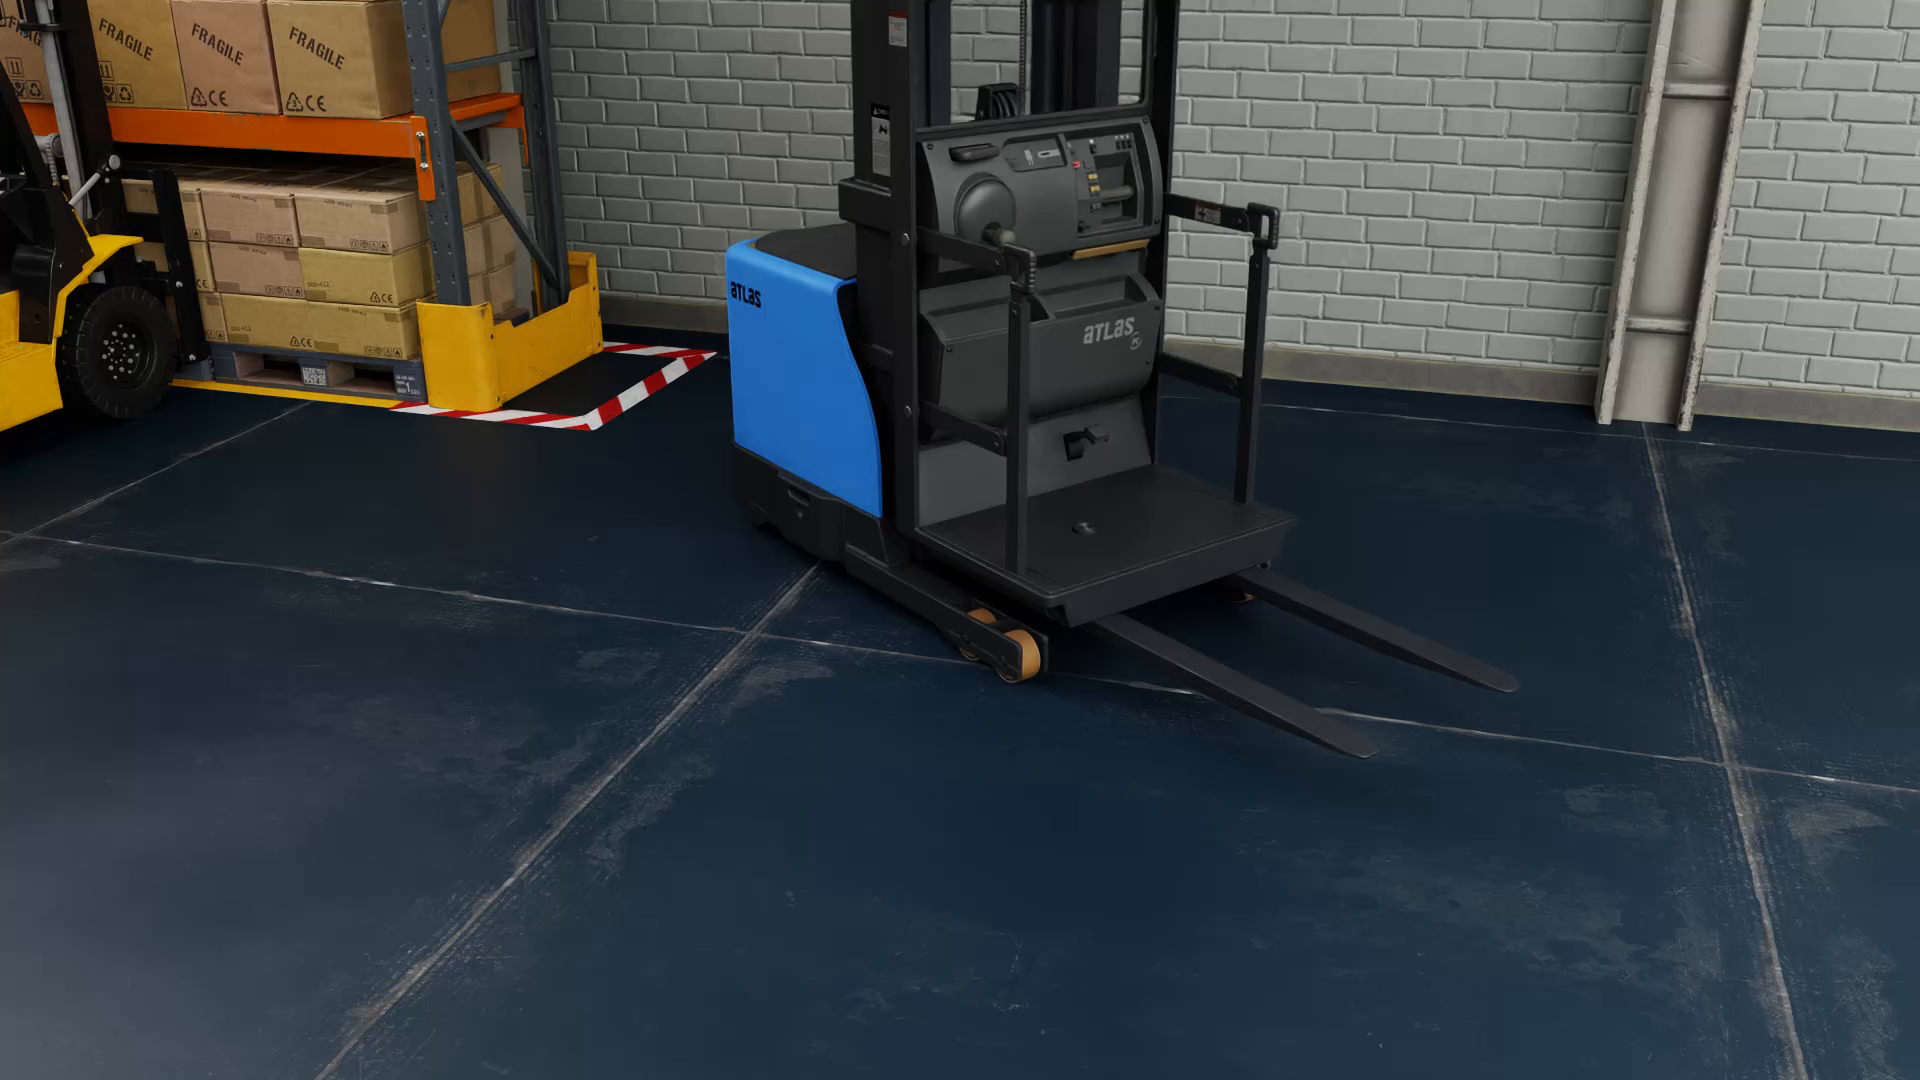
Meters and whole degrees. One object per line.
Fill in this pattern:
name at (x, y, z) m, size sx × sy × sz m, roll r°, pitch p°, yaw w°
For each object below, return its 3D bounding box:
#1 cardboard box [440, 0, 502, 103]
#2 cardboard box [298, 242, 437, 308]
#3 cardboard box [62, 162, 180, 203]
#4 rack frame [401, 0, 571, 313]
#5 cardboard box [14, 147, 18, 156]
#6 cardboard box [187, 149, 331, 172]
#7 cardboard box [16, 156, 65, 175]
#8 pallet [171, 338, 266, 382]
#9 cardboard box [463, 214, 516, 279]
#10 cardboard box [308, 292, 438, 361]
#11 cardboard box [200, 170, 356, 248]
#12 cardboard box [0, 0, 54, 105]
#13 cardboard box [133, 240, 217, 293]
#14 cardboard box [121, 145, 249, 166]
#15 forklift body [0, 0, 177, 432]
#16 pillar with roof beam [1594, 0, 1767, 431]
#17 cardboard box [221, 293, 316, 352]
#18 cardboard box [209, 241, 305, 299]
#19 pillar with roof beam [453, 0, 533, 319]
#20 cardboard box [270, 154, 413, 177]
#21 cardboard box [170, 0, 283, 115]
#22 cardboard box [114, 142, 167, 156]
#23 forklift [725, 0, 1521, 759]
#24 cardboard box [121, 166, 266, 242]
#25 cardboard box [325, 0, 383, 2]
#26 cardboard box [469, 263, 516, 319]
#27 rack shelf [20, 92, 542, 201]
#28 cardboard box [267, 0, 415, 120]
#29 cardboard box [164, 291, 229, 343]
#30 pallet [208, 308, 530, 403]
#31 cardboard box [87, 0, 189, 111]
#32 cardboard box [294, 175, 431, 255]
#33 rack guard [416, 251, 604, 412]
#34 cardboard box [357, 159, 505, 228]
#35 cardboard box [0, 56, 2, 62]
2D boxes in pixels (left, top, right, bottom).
cardboard box at (-2.599, -2.409, 8.058) m, size 0.500 × 0.500 × 0.500 m, roll 7°, pitch 23°, yaw 17°
cardboard box at (-2.761, -1.300, 7.899) m, size 0.500 × 0.250 × 0.500 m, roll 6°, pitch 23°, yaw 15°
cardboard box at (-4.195, -1.693, 8.197) m, size 0.500 × 0.250 × 0.500 m, roll 6°, pitch 23°, yaw 14°
rack frame at (-2.205, -2.207, 7.698) m, size 0.127 × 3.000 × 1.000 m, roll 7°, pitch 23°, yaw 16°
cardboard box at (-5.018, -1.997, 8.938) m, size 0.500 × 0.250 × 0.500 m, roll 6°, pitch 23°, yaw 15°
cardboard box at (-3.565, -1.826, 8.520) m, size 0.500 × 0.250 × 0.500 m, roll 6°, pitch 23°, yaw 15°
cardboard box at (-4.696, -1.753, 8.344) m, size 0.500 × 0.250 × 0.500 m, roll 7°, pitch 23°, yaw 17°
pallet at (-4.113, -1.120, 8.723) m, size 1.213 × 0.211 × 1.003 m, roll 7°, pitch 23°, yaw 15°
cardboard box at (-2.595, -1.488, 8.355) m, size 0.500 × 0.250 × 0.500 m, roll 7°, pitch 23°, yaw 16°
cardboard box at (-2.746, -1.066, 7.986) m, size 0.500 × 0.250 × 0.500 m, roll 7°, pitch 23°, yaw 16°
cardboard box at (-3.226, -1.583, 7.929) m, size 0.500 × 0.250 × 0.500 m, roll 7°, pitch 23°, yaw 16°
cardboard box at (-4.221, -2.379, 7.987) m, size 0.500 × 0.500 × 0.500 m, roll 7°, pitch 23°, yaw 16°
cardboard box at (-3.738, -1.408, 8.162) m, size 0.500 × 0.250 × 0.500 m, roll 6°, pitch 23°, yaw 14°
cardboard box at (-4.054, -1.884, 8.663) m, size 0.500 × 0.250 × 0.500 m, roll 6°, pitch 23°, yaw 14°
forklift body at (-4.547, -1.360, 6.750) m, size 1.214 × 2.155 × 2.313 m, roll 7°, pitch 23°, yaw 16°
pillar with roof beam at (1.890, -3.165, 2.128) m, size 0.400 × 9.000 × 9.100 m, roll 7°, pitch 23°, yaw 16°
cardboard box at (-3.219, -1.124, 8.128) m, size 0.500 × 0.250 × 0.500 m, roll 7°, pitch 23°, yaw 15°
cardboard box at (-3.238, -1.359, 8.042) m, size 0.500 × 0.250 × 0.500 m, roll 6°, pitch 23°, yaw 15°
pillar with roof beam at (-3.855, -3.822, 3.731) m, size 0.400 × 9.000 × 9.100 m, roll 7°, pitch 23°, yaw 16°
cardboard box at (-3.090, -1.767, 8.377) m, size 0.500 × 0.250 × 0.500 m, roll 7°, pitch 23°, yaw 16°
cardboard box at (-3.246, -2.272, 7.725) m, size 0.500 × 0.500 × 0.500 m, roll 7°, pitch 23°, yaw 17°
cardboard box at (-4.537, -1.936, 8.790) m, size 0.500 × 0.250 × 0.500 m, roll 7°, pitch 23°, yaw 16°
forklift at (0.406, -1.121, 5.140) m, size 1.130 × 2.935 × 3.031 m, roll -16°, pitch 27°, yaw -34°
cardboard box at (-3.712, -1.635, 8.055) m, size 0.500 × 0.250 × 0.500 m, roll 7°, pitch 23°, yaw 16°
cardboard box at (-2.618, -2.490, 7.401) m, size 0.250 × 0.149 × 0.380 m, roll 7°, pitch 23°, yaw 16°
cardboard box at (-2.619, -1.254, 8.445) m, size 0.500 × 0.250 × 0.500 m, roll 7°, pitch 23°, yaw 16°
rack shelf at (-4.120, -2.094, 8.369) m, size 4.000 × 0.370 × 1.077 m, roll 7°, pitch 23°, yaw 16°
cardboard box at (-2.752, -2.212, 7.578) m, size 0.500 × 0.500 × 0.500 m, roll 6°, pitch 23°, yaw 14°
cardboard box at (-3.696, -1.182, 8.269) m, size 0.500 × 0.250 × 0.500 m, roll 7°, pitch 23°, yaw 16°
pallet at (-2.949, -0.986, 8.395) m, size 1.213 × 0.211 × 1.003 m, roll 7°, pitch 23°, yaw 16°
cardboard box at (-3.737, -2.328, 7.862) m, size 0.500 × 0.500 × 0.500 m, roll 6°, pitch 23°, yaw 14°
cardboard box at (-2.736, -1.529, 7.798) m, size 0.500 × 0.250 × 0.500 m, roll 7°, pitch 23°, yaw 17°
rack guard at (-2.182, -1.048, 8.166) m, size 0.348 × 0.500 × 1.175 m, roll 7°, pitch 23°, yaw 16°
cardboard box at (-2.610, -1.713, 8.247) m, size 0.500 × 0.250 × 0.500 m, roll 6°, pitch 23°, yaw 15°
cardboard box at (-4.696, -2.442, 8.140) m, size 0.500 × 0.500 × 0.500 m, roll 6°, pitch 23°, yaw 15°
